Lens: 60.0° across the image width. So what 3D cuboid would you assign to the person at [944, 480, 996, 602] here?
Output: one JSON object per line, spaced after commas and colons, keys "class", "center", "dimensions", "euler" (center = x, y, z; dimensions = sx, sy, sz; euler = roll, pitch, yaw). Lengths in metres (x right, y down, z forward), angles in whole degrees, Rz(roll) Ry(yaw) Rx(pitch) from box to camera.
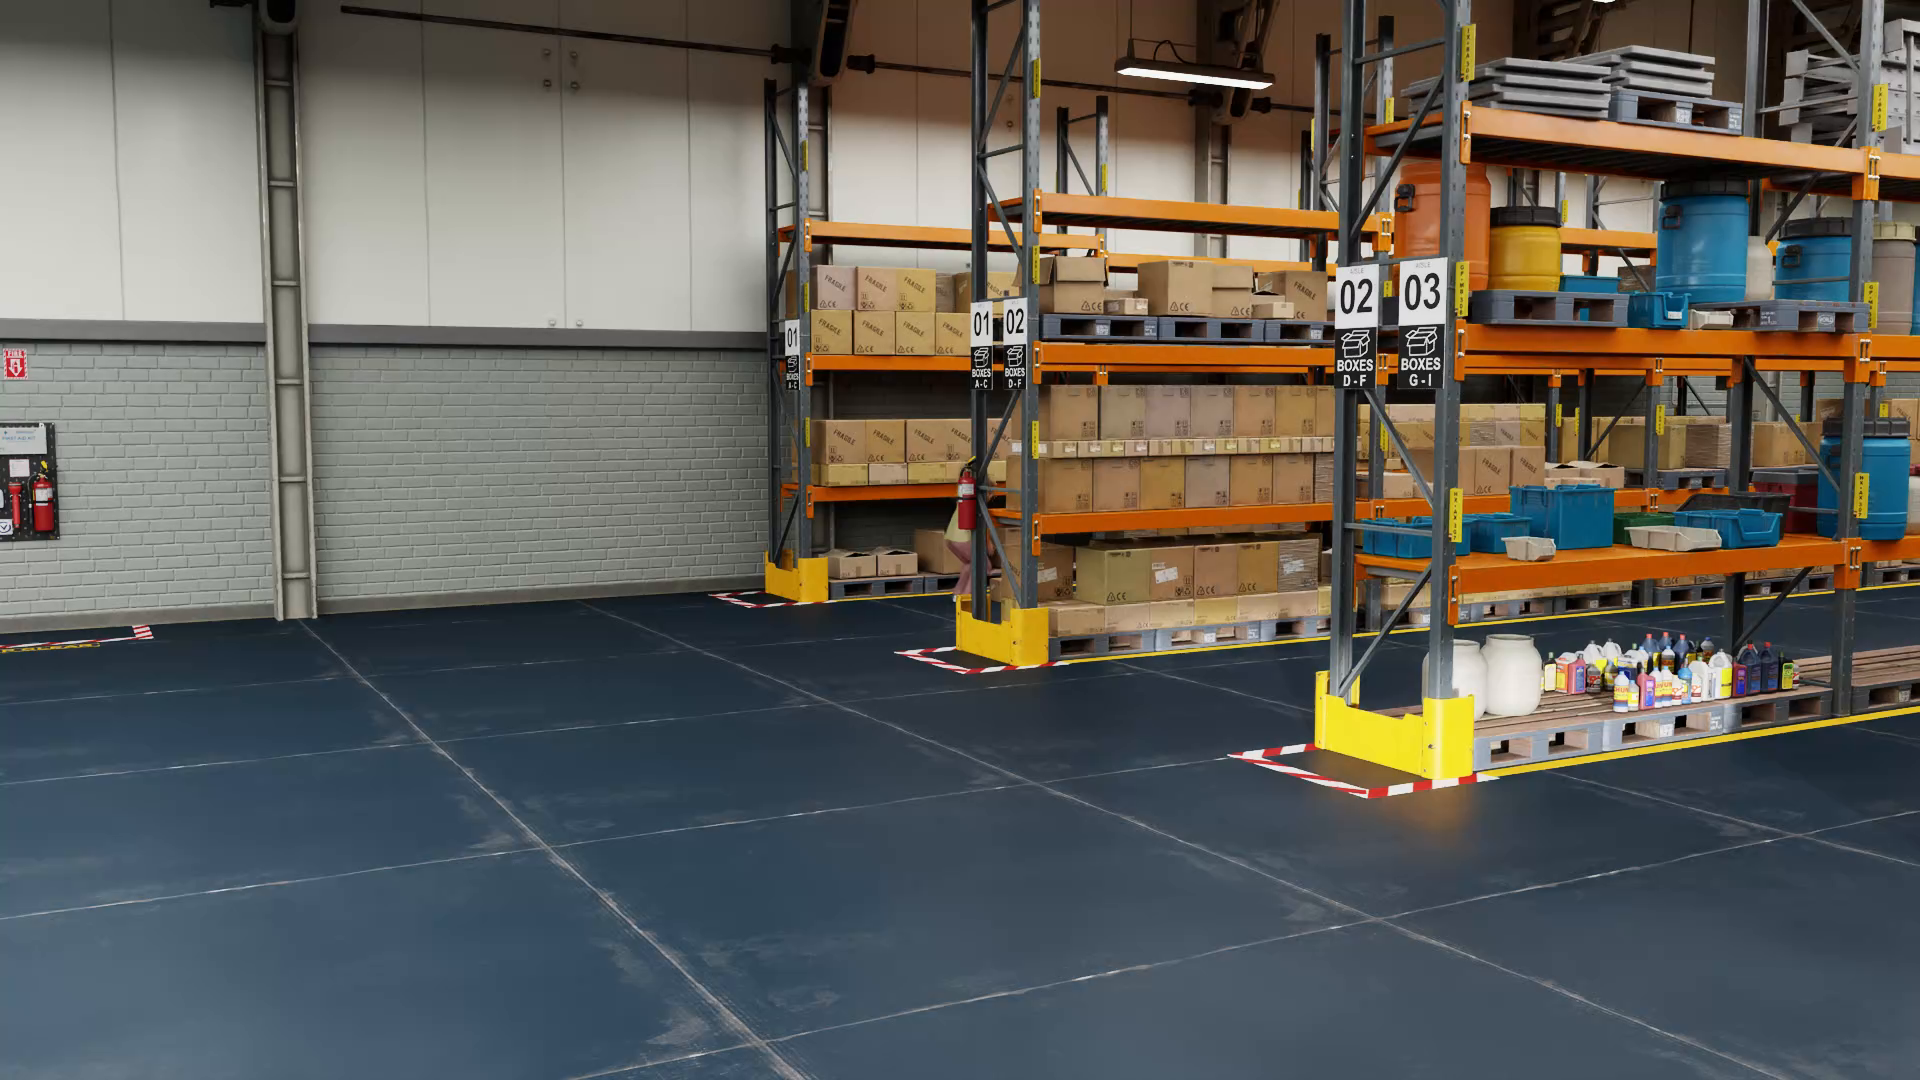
{"class": "person", "center": [0.125, 0.021, 18.866], "dimensions": [0.635, 1.390, 0.510], "euler": [-3, 6, -28]}
